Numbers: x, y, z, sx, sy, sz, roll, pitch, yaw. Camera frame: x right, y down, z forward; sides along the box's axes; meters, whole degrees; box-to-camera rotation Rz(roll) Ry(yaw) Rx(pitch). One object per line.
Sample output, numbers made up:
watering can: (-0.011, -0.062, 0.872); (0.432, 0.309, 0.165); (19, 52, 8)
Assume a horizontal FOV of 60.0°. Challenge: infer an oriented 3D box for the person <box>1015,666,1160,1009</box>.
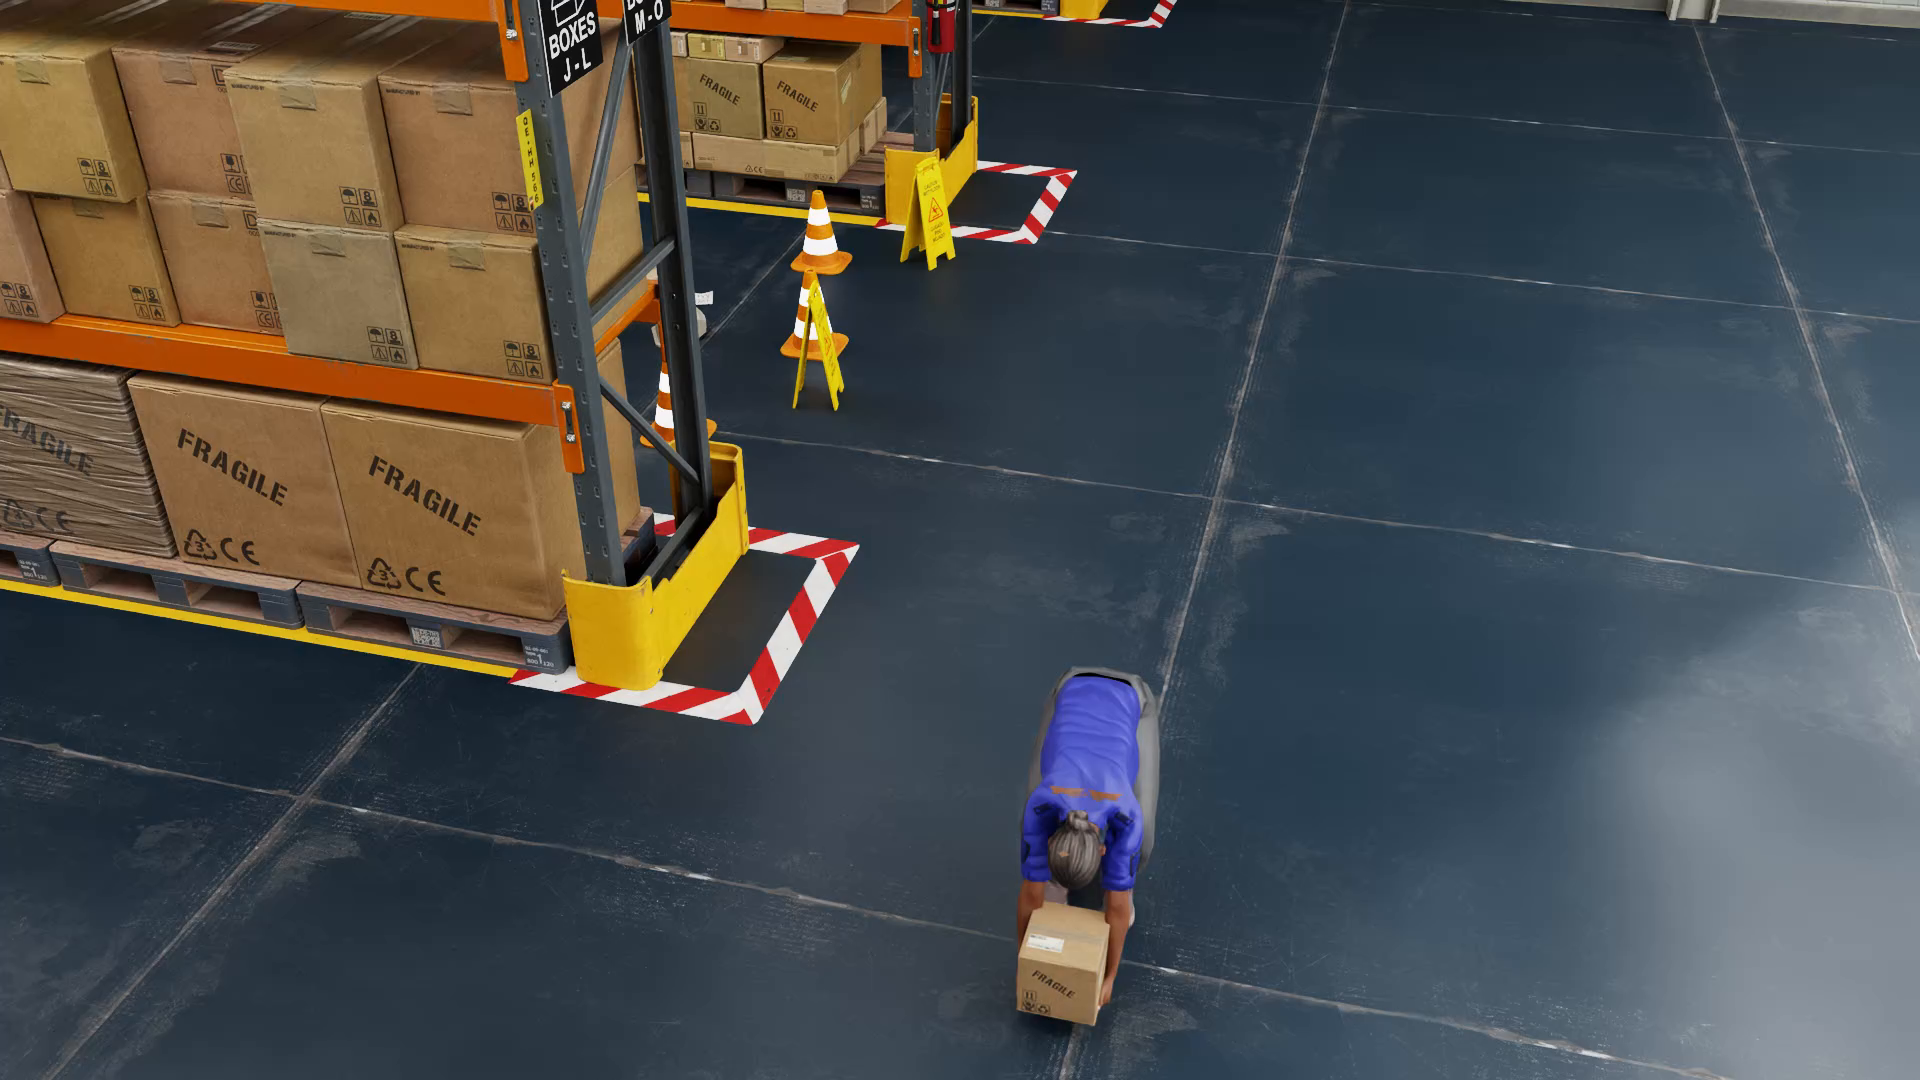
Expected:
person: (0.409, 0.950, 5.400); (0.443, 0.876, 0.882); (7, 34, 10)
